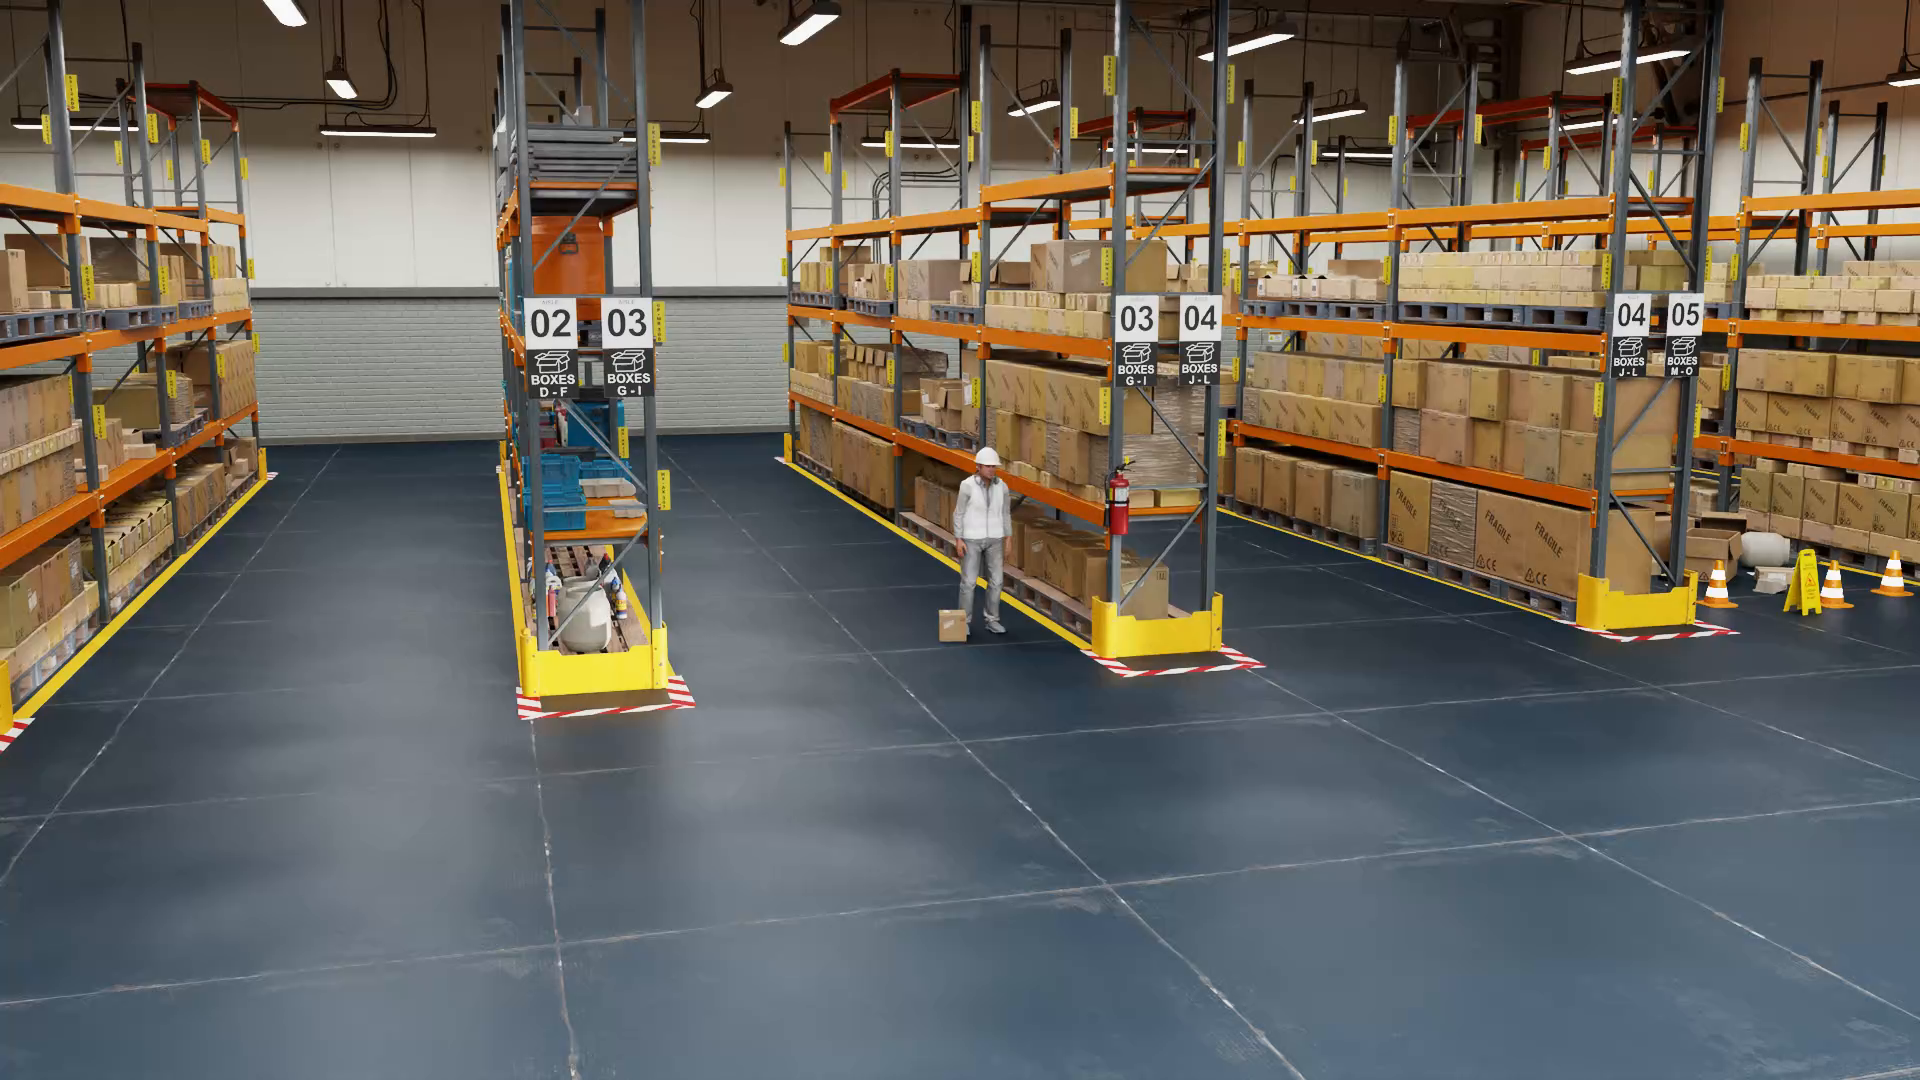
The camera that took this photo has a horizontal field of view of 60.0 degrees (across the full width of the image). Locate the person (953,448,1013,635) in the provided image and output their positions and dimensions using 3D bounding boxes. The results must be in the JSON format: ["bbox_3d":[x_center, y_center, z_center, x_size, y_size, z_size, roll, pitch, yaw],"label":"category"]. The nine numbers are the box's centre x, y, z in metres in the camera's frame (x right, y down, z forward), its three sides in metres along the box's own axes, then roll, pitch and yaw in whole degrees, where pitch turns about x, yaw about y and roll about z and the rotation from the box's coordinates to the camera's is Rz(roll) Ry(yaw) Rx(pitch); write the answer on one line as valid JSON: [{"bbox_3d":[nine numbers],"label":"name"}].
[{"bbox_3d":[0.220,0.002,15.775,0.592,1.773,0.459,-3,10,-20],"label":"person"}]
